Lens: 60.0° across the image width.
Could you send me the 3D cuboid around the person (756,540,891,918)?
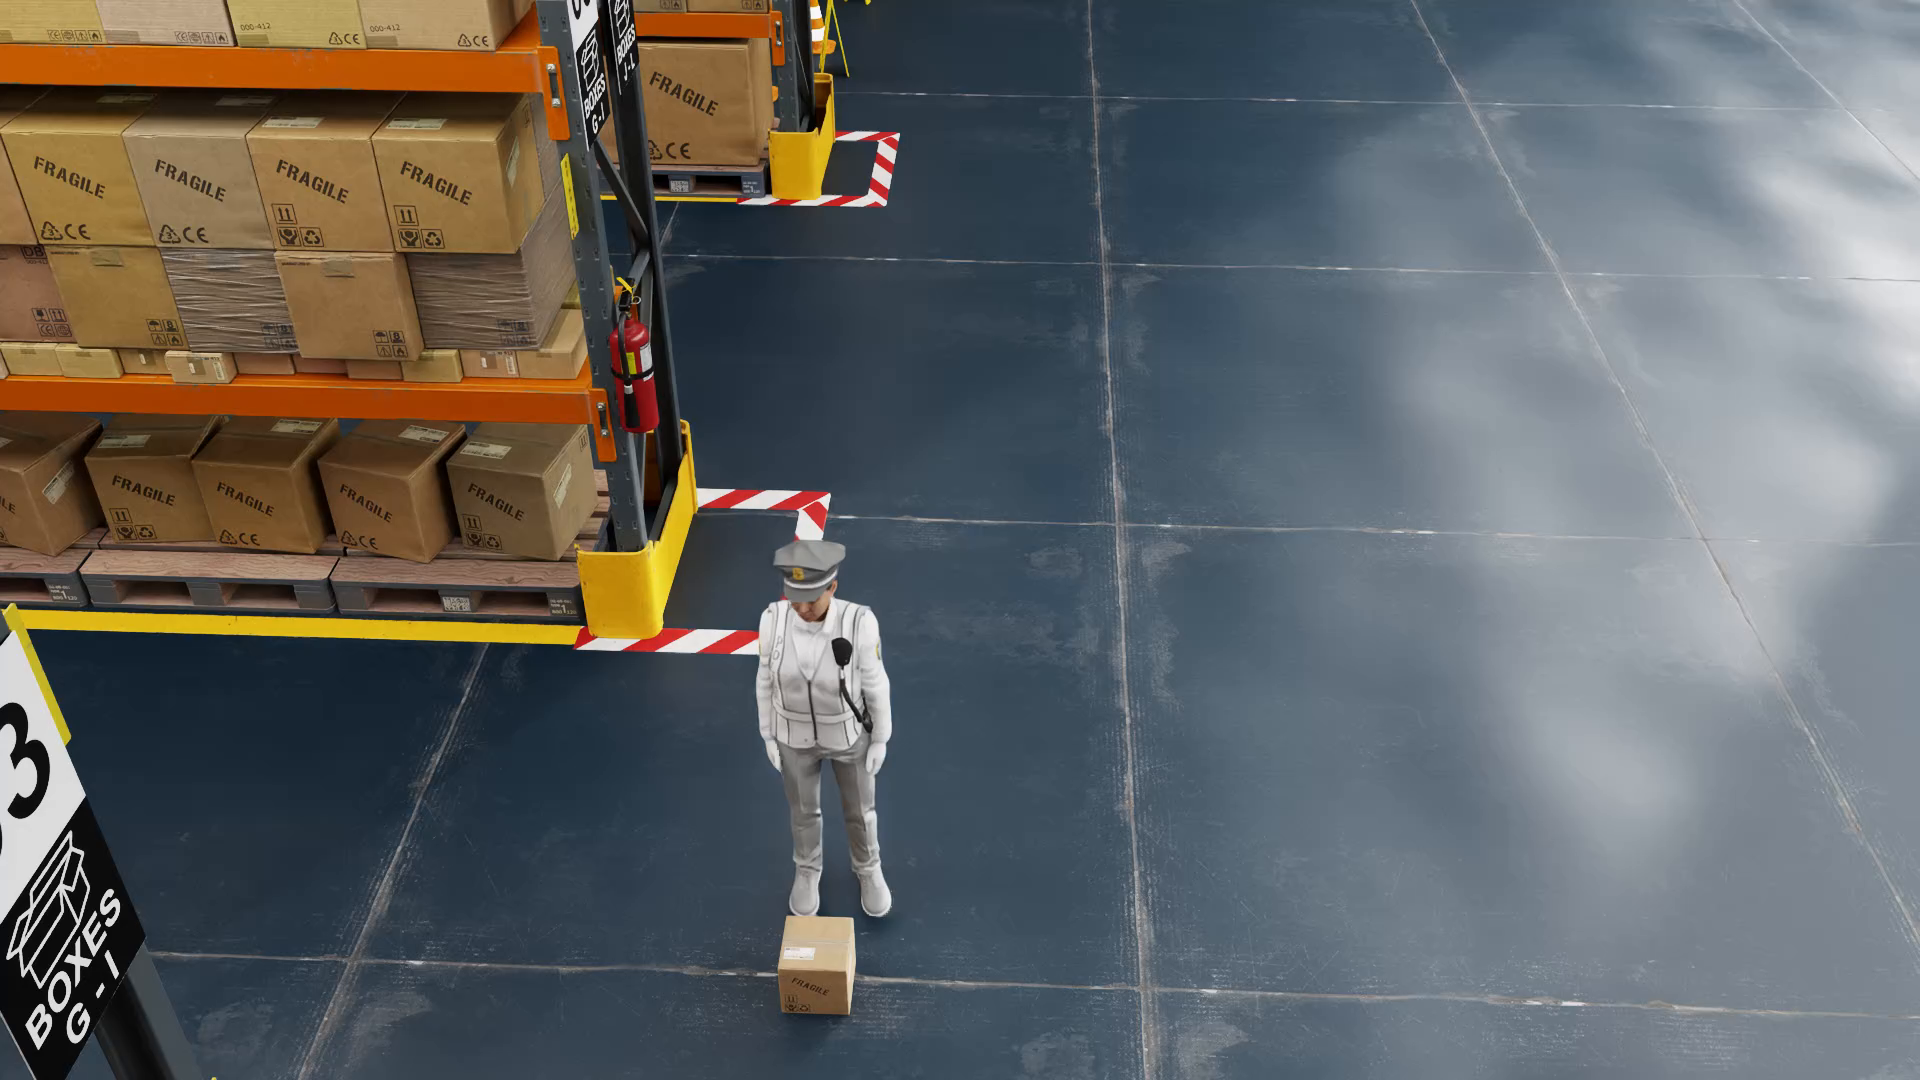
[{"bbox_3d":[-0.496,0.728,6.104,0.491,1.692,0.332,2,36,3],"label":"person"}]
